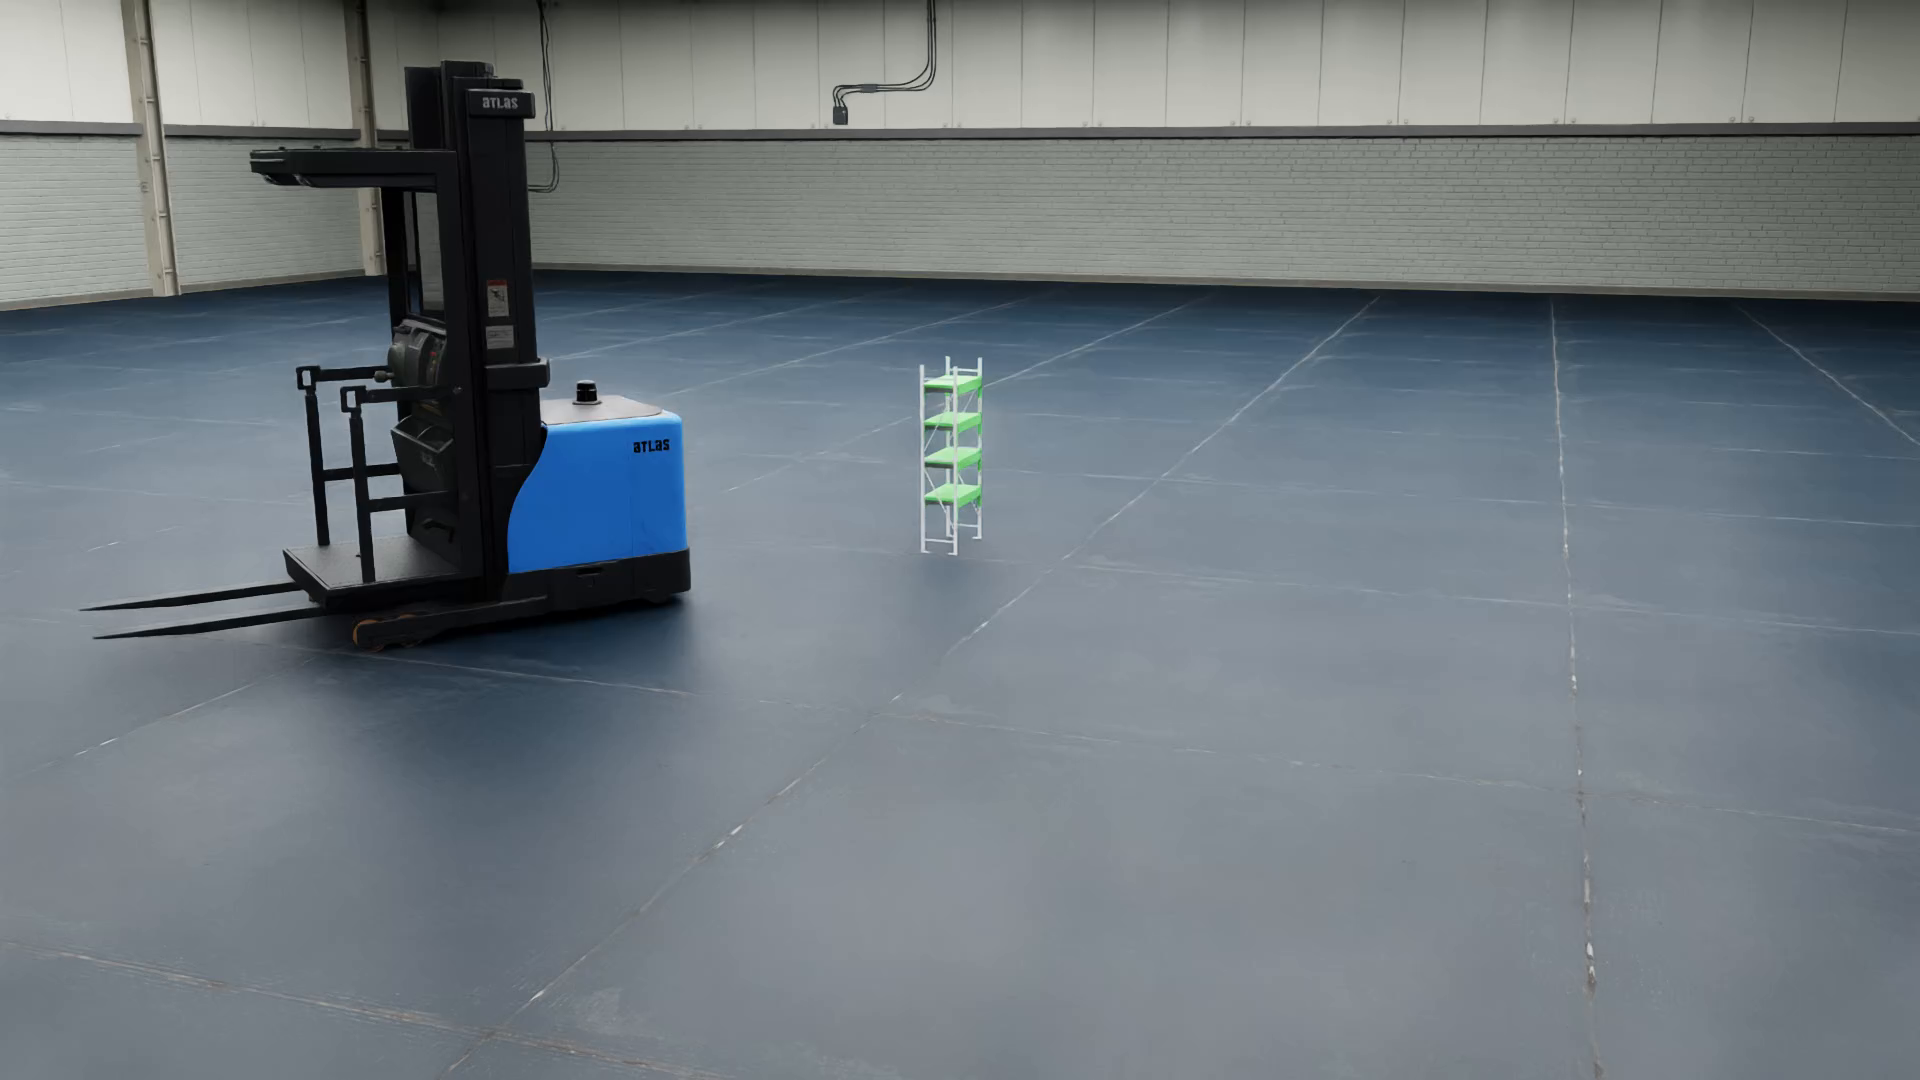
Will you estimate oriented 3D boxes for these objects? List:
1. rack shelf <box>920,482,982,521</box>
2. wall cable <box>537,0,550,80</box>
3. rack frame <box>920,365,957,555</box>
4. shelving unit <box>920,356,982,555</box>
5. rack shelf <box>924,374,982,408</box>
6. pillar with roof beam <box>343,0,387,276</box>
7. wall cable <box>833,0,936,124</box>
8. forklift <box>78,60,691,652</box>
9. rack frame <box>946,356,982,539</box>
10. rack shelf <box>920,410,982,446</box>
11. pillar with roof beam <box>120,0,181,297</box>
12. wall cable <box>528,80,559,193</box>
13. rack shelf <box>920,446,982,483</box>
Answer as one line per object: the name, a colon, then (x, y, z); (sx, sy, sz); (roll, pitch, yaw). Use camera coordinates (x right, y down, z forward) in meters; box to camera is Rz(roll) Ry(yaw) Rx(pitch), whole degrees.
rack shelf: (-0.054, -0.254, 10.769); (0.258, 0.148, 0.480); (4, 14, 18)
wall cable: (-8.017, -11.465, 36.624); (3.097, 2.526, 0.112); (4, 14, 18)
rack frame: (-0.133, -0.499, 10.477); (0.240, 1.200, 0.015); (4, 14, 18)
shelving unit: (-0.054, -0.550, 10.702); (0.258, 1.200, 0.503); (4, 14, 18)
rack shelf: (-0.054, -0.956, 10.609); (0.258, 0.148, 0.480); (4, 14, 18)
pillar with roof beam: (-8.708, -9.876, 34.036); (9.100, 9.000, 0.400); (4, 14, 18)
wall cable: (-1.599, -11.682, 34.306); (2.305, 6.003, 0.169); (4, 14, 18)
forklift: (-3.045, -0.989, 8.735); (3.031, 2.935, 1.130); (-8, 15, -32)
rack frame: (0.025, -0.601, 10.927); (0.240, 1.200, 0.015); (4, 14, 18)
rack shelf: (-0.054, -0.722, 10.663); (0.258, 0.148, 0.480); (4, 14, 18)
pillar with roof beam: (-10.649, -8.613, 28.501); (9.100, 9.000, 0.400); (4, 14, 18)
wall cable: (-10.577, -9.197, 38.040); (3.097, 2.526, 0.112); (4, 14, 18)
rack shelf: (-0.054, -0.488, 10.716); (0.258, 0.148, 0.480); (4, 14, 18)
